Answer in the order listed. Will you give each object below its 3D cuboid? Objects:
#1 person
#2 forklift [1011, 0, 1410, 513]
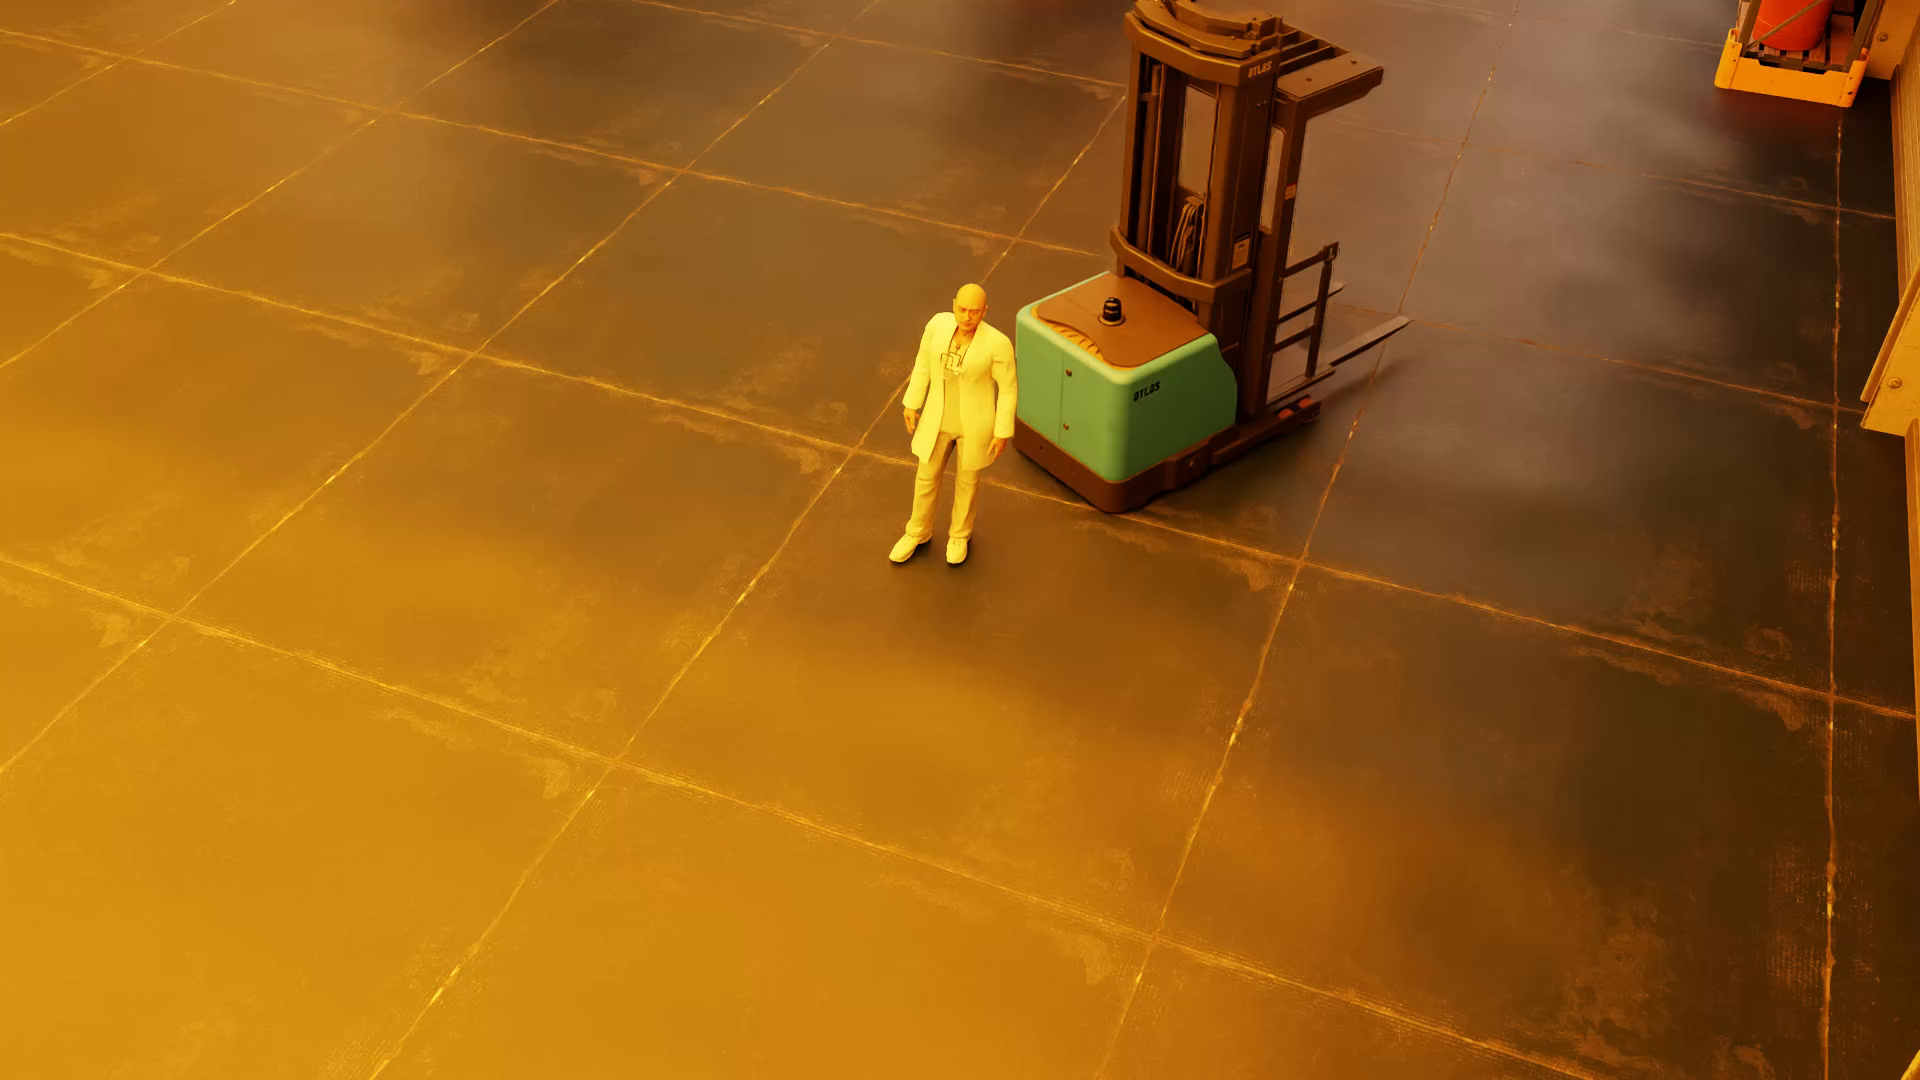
[{"bbox_3d":[-0.039,-0.634,9.652,0.694,1.775,0.581,15,42,17],"label":"person"},{"bbox_3d":[1.804,-2.077,10.487,3.031,2.935,1.130,-27,47,-28],"label":"forklift"}]
